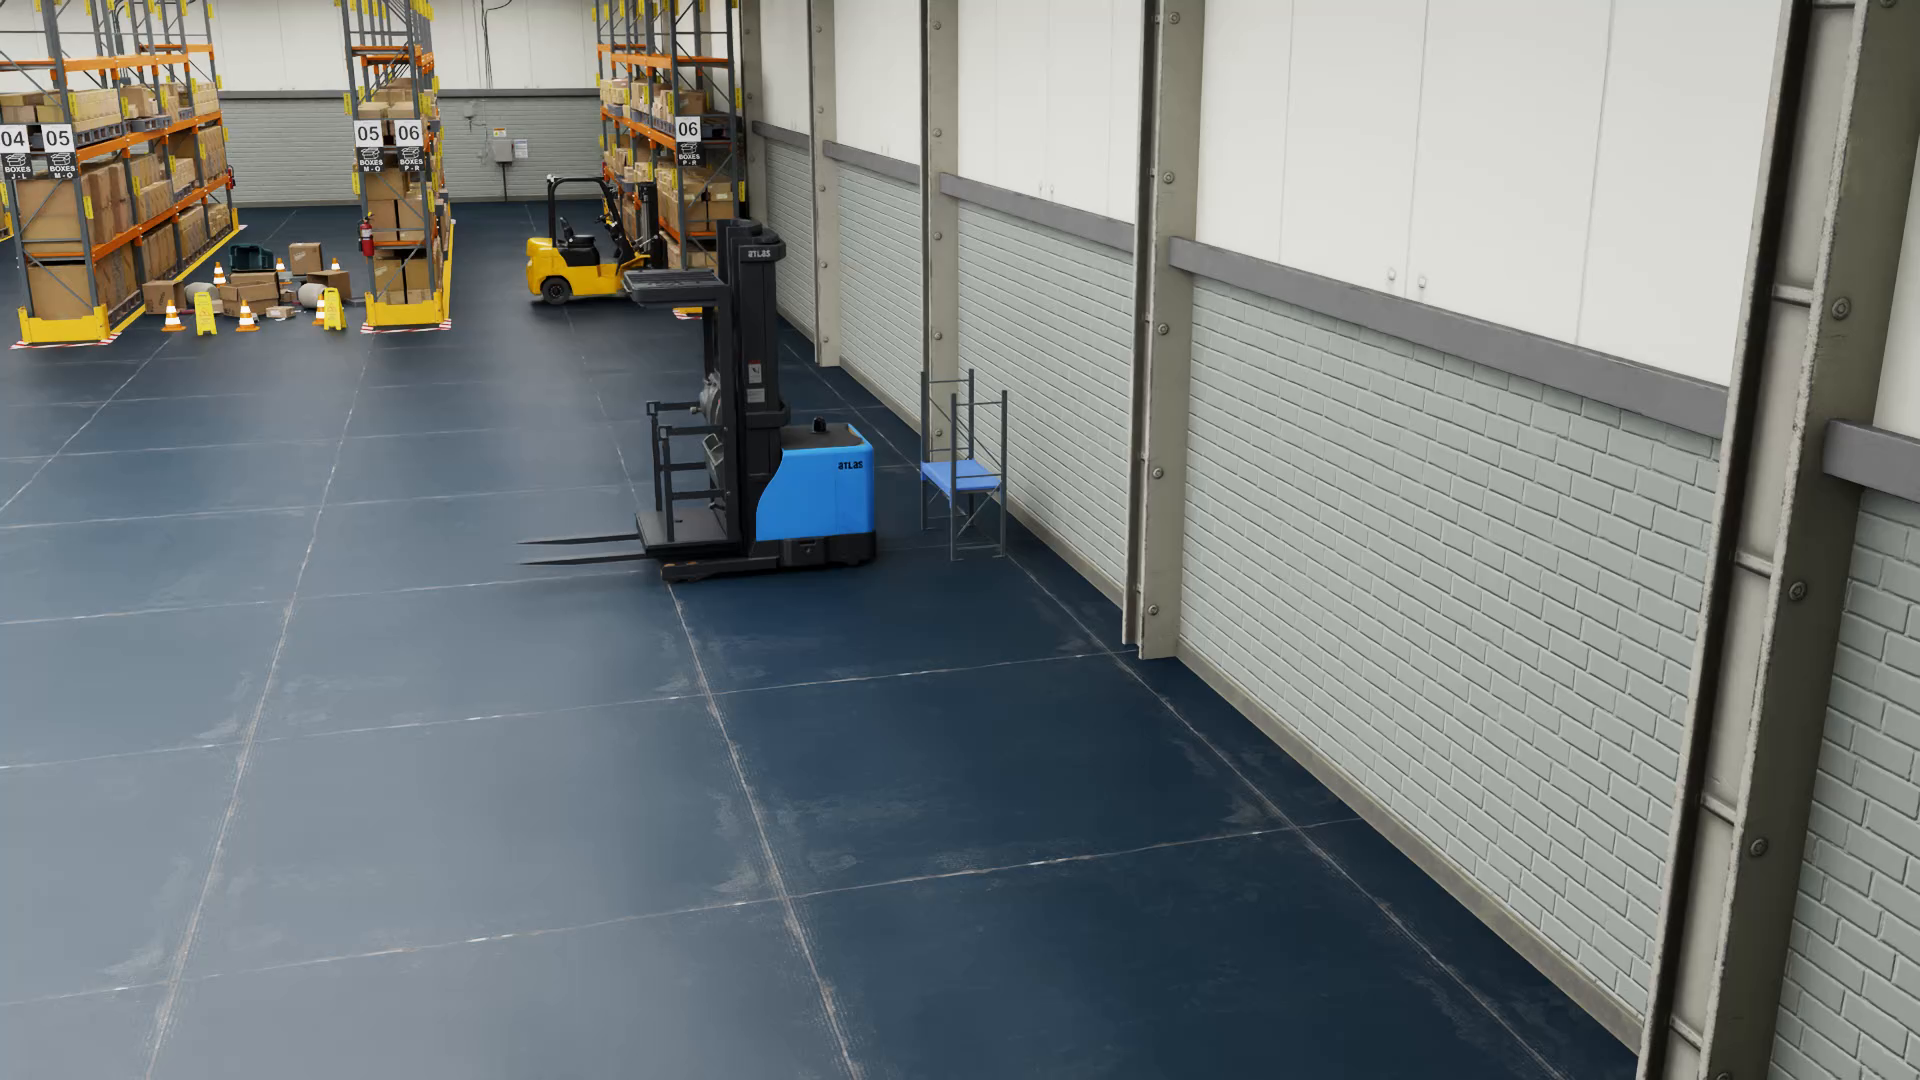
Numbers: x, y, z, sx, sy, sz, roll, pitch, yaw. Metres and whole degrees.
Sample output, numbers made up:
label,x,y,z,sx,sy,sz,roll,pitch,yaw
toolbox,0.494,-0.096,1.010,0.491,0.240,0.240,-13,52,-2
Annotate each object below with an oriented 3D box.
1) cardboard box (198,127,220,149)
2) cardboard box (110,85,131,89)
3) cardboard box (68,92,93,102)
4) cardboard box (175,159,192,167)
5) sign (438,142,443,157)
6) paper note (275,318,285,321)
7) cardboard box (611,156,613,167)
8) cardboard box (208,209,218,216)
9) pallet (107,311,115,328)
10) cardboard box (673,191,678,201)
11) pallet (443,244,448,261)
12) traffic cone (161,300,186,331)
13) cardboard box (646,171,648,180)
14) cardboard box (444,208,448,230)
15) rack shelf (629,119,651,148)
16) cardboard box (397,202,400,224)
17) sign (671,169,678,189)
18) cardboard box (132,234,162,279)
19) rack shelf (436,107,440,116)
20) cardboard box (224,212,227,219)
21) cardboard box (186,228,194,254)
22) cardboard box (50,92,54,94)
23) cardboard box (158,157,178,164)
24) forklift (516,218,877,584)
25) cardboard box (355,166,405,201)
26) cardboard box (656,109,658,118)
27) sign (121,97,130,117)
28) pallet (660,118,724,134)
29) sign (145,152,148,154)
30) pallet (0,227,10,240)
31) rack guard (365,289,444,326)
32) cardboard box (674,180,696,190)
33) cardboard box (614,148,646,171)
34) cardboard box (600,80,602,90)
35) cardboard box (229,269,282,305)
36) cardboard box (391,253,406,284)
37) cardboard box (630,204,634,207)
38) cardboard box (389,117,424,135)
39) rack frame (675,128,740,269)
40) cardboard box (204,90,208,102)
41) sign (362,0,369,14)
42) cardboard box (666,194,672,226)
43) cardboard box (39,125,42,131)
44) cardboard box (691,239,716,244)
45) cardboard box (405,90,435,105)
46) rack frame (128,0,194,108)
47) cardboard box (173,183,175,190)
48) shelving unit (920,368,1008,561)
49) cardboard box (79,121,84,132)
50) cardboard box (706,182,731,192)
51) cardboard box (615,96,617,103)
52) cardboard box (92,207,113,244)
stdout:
label,x,y,z,sx,sy,sz,roll,pitch,yaw
cardboard box,-17.583,-9.368,38.795,0.500,0.500,0.500,-5,18,-17
cardboard box,-16.250,-8.676,32.200,0.396,0.266,0.258,-5,17,-15
cardboard box,-13.824,-6.937,26.062,0.380,0.149,0.250,-5,17,-16
cardboard box,-16.615,-8.036,35.460,0.380,0.149,0.250,-5,17,-17
sign,-11.737,-8.821,37.527,0.100,0.325,0.005,-5,17,-15
paper note,-11.132,-3.622,27.254,0.148,0.019,0.142,-12,20,-34
cardboard box,-8.136,-9.121,40.144,0.500,0.250,0.500,-5,17,-16
cardboard box,-17.288,-7.506,38.217,0.380,0.149,0.250,-5,17,-15
pallet,-13.985,-3.400,26.202,1.003,0.211,1.213,-5,17,-15
cardboard box,-4.650,-5.834,28.156,0.380,0.149,0.250,-4,17,-14
pallet,-11.301,-6.041,34.994,1.003,0.211,1.213,-5,17,-15
traffic cone,-12.471,-3.565,26.312,0.336,0.463,0.334,-5,17,-15
cardboard box,-5.898,-7.079,32.302,0.380,0.149,0.250,-5,18,-17
cardboard box,-12.326,-7.415,38.445,0.875,0.438,0.875,-5,17,-16
rack shelf,-5.836,-8.085,32.988,1.077,0.370,4.000,-5,17,-15
cardboard box,-9.640,-5.536,27.775,0.500,0.500,0.500,-5,17,-16
sign,-4.713,-5.962,27.460,0.100,0.325,0.005,-5,17,-15
cardboard box,-15.308,-5.182,30.469,1.050,0.750,0.750,-5,17,-15
rack shelf,-12.806,-9.904,39.044,1.077,0.370,4.000,-5,17,-15
cardboard box,-17.523,-7.657,39.236,0.380,0.149,0.250,-5,18,-18
cardboard box,-15.979,-6.092,33.931,0.500,0.500,0.500,-4,17,-15
cardboard box,-14.598,-7.026,26.358,0.380,0.149,0.250,-5,17,-16
cardboard box,-17.393,-8.141,36.449,0.500,0.500,0.500,-5,17,-15
forklift,-2.304,-1.205,14.166,3.031,2.935,1.130,-5,17,-15
cardboard box,-9.309,-5.733,26.693,0.700,0.500,0.500,-5,17,-17
cardboard box,-5.244,-7.644,29.803,0.380,0.149,0.250,-4,17,-14
sign,-14.256,-7.393,28.398,0.100,0.325,0.005,-5,17,-15
pallet,-4.695,-7.263,29.155,1.003,0.211,1.213,-5,17,-15
sign,-17.508,-8.209,35.860,0.100,0.325,0.005,-5,17,-15
pallet,-22.589,-7.031,38.291,1.003,0.211,1.213,-5,17,-15
rack guard,-8.979,-3.764,26.910,1.175,0.500,0.348,-5,17,-15
cardboard box,-4.684,-6.053,28.367,0.380,0.149,0.250,-4,17,-14
cardboard box,-7.567,-8.750,38.262,0.700,0.500,0.500,-4,17,-14
cardboard box,-8.704,-11.363,41.525,0.500,0.250,0.500,-5,17,-16
cardboard box,-12.140,-4.353,28.630,0.797,0.637,0.503,-5,17,-15
cardboard box,-9.576,-4.528,27.857,0.500,0.500,0.500,-4,17,-13
cardboard box,-7.223,-7.491,37.460,0.380,0.149,0.250,-4,17,-13
cardboard box,-8.841,-6.607,26.561,0.500,0.250,0.500,-5,17,-16
rack frame,-4.187,-5.333,27.790,1.000,3.000,0.127,-5,17,-15
cardboard box,-17.309,-10.019,37.569,0.500,0.250,0.500,-5,18,-18
sign,-11.690,-10.504,32.678,0.100,0.325,0.005,-5,17,-15
cardboard box,-4.850,-5.782,29.112,0.500,0.500,0.500,-5,17,-16
cardboard box,-14.316,-6.362,25.533,0.380,0.149,0.250,-5,17,-15
cardboard box,-4.539,-5.264,29.870,0.500,0.250,0.500,-5,17,-16
cardboard box,-9.980,-8.182,30.722,0.500,0.250,0.500,-5,17,-16
rack frame,-16.988,-10.713,35.272,1.000,3.000,0.127,-5,17,-15
cardboard box,-15.891,-7.028,33.139,0.380,0.149,0.250,-4,17,-13
shelving unit,0.023,-0.695,14.956,0.538,1.500,1.048,-5,17,-15
cardboard box,-13.547,-6.276,25.249,0.380,0.149,0.250,-5,17,-15
cardboard box,-4.074,-5.944,28.006,0.380,0.149,0.250,-5,17,-16
cardboard box,-7.441,-9.750,36.815,0.380,0.149,0.250,-4,17,-14
cardboard box,-14.041,-5.007,26.442,0.875,0.550,0.550,-5,17,-15
